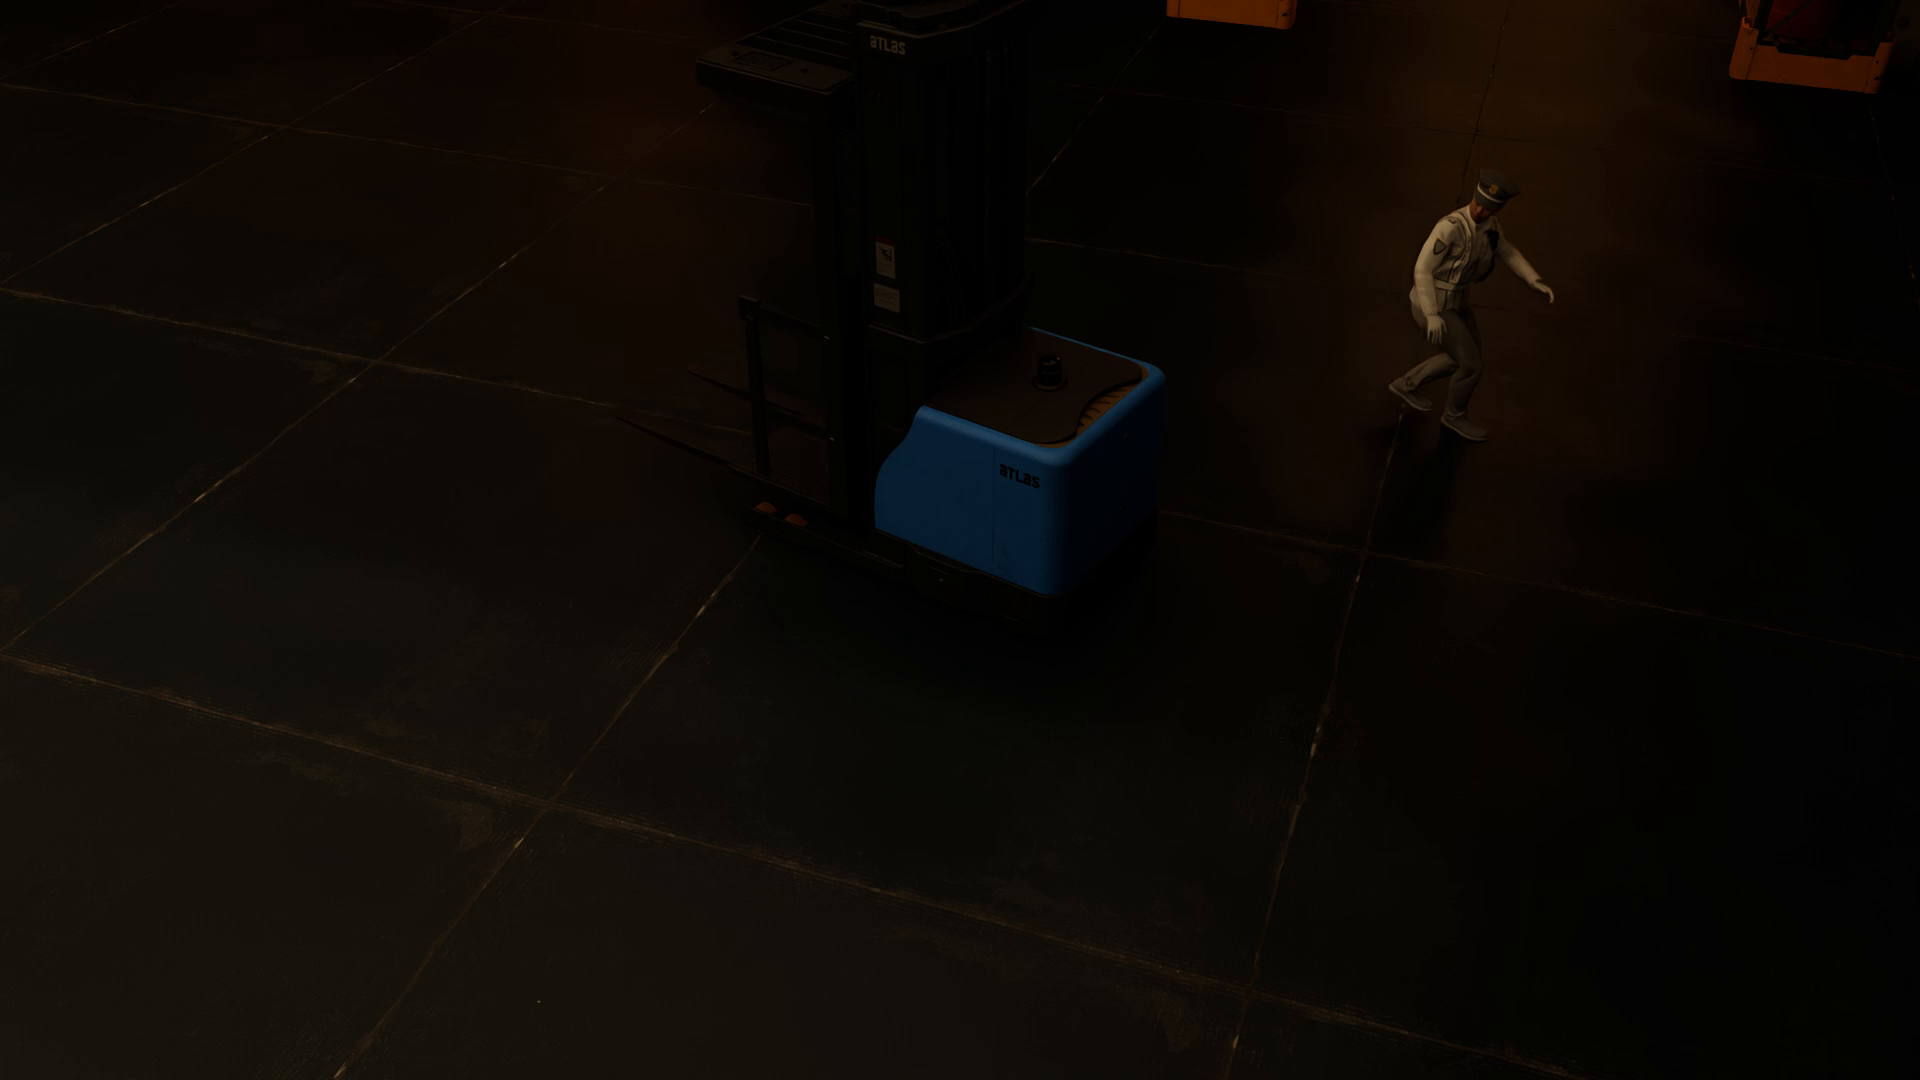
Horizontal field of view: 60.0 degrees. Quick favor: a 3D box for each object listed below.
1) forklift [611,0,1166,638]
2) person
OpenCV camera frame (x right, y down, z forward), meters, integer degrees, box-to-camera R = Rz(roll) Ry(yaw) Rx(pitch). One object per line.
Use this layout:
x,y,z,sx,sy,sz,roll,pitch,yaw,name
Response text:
-0.506,-1.393,8.076,3.031,2.935,1.130,21,41,27,forklift
2.769,-1.243,9.061,0.785,1.556,0.807,23,41,29,person
